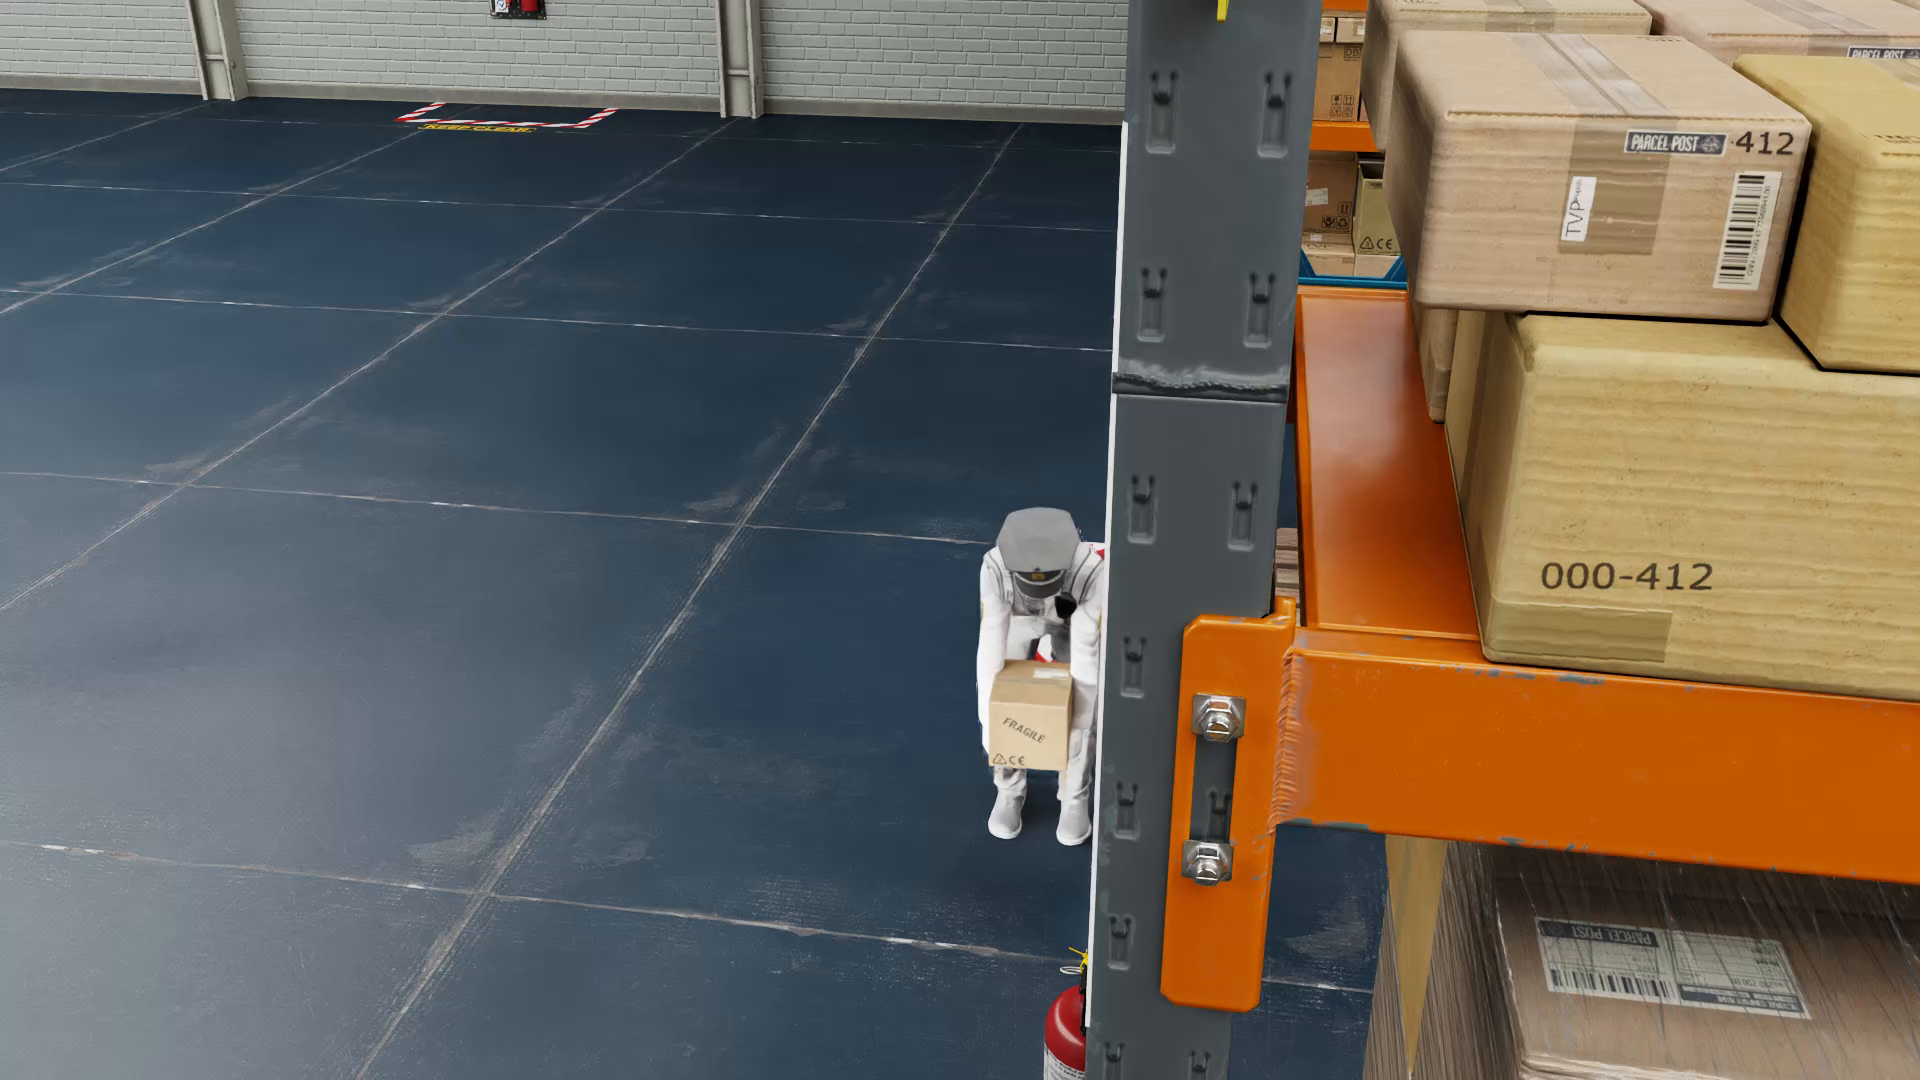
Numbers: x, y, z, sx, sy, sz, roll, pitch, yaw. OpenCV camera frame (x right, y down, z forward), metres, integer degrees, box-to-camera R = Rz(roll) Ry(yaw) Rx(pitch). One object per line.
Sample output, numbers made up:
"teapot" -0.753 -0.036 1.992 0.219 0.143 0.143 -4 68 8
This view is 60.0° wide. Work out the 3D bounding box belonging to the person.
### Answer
"person" 0.268 0.452 5.467 0.416 1.395 0.826 3 25 7
